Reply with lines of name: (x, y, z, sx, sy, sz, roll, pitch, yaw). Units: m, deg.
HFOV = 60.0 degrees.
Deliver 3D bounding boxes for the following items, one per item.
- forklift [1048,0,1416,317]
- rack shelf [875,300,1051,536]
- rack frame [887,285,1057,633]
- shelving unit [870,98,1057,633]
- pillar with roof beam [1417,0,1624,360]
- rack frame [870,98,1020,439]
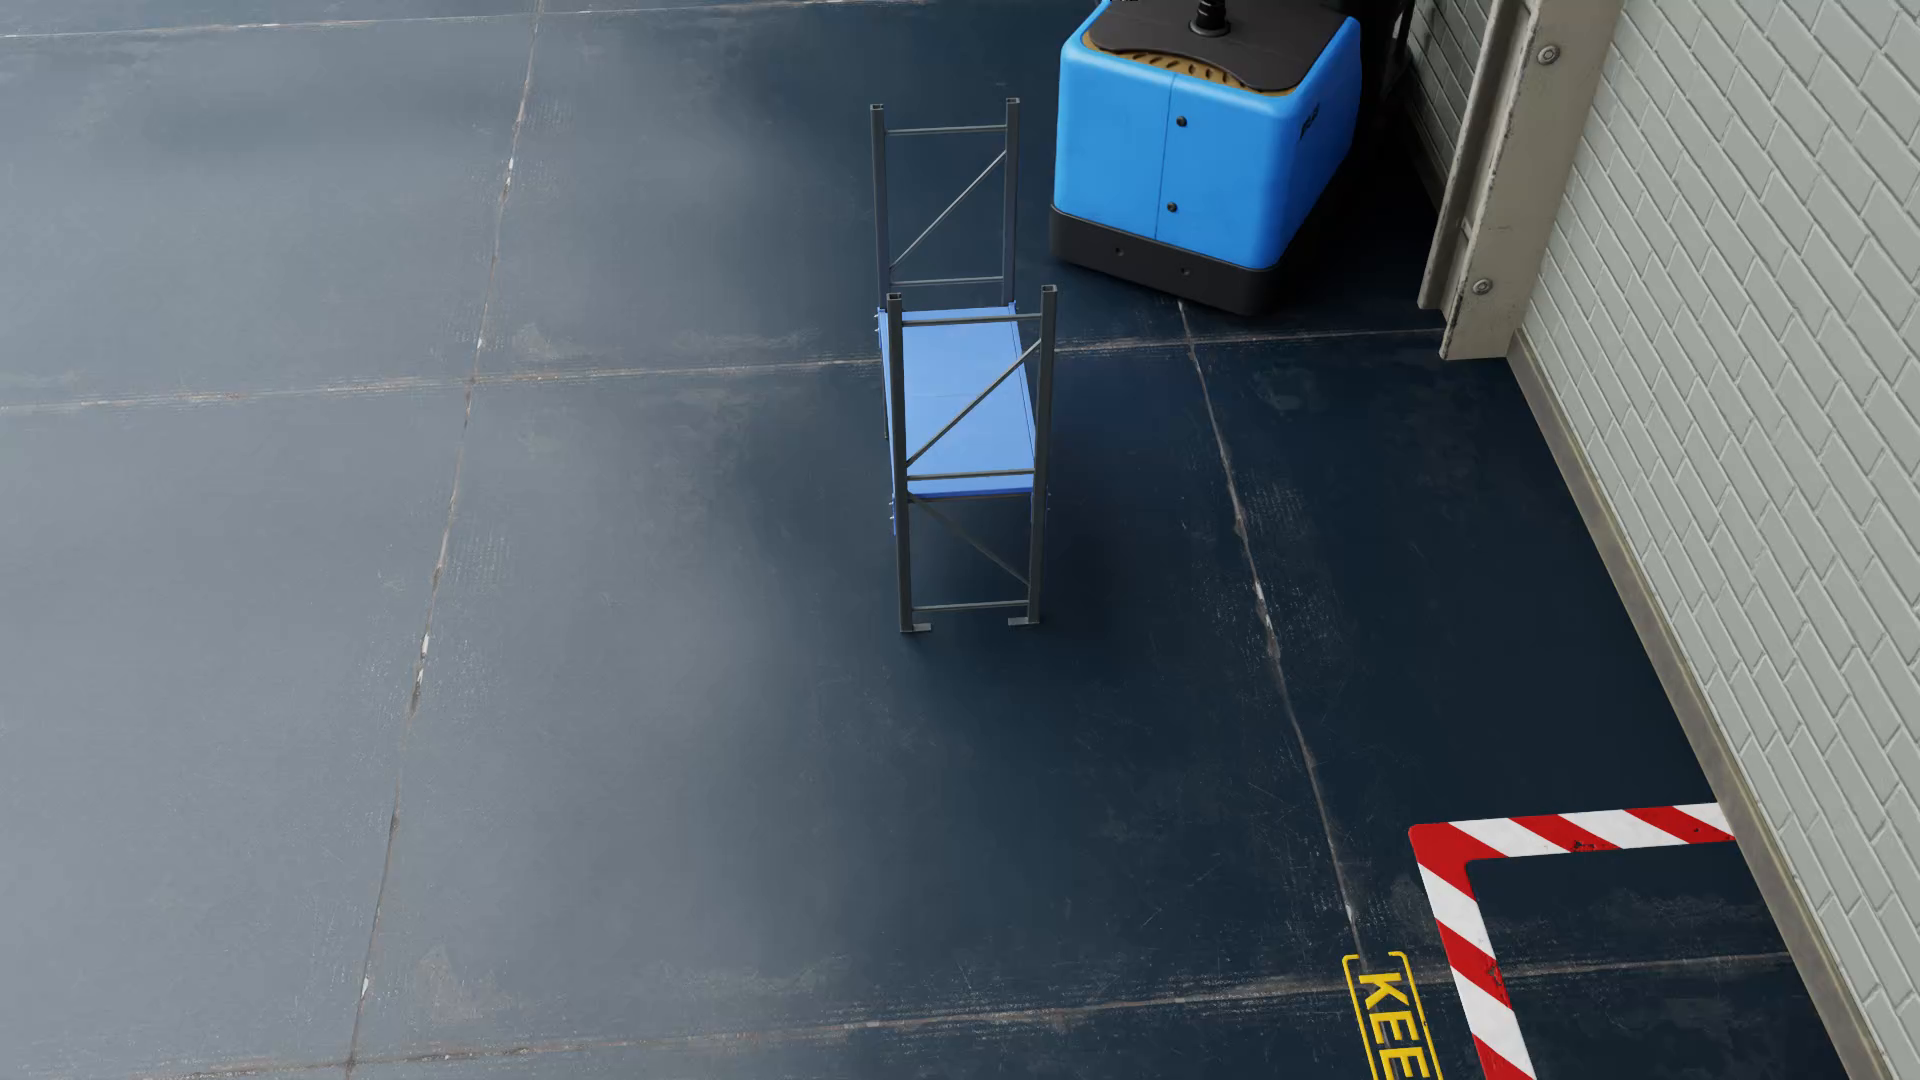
forklift: (1.520, -3.027, 7.098, 1.130, 2.935, 3.031, 21, 50, 19)
rack shelf: (-0.007, -0.454, 5.895, 0.538, 0.185, 1.000, -3, 47, -3)
rack frame: (0.035, -0.210, 5.416, 0.500, 1.500, 0.032, -3, 47, -3)
shelving unit: (-0.007, -0.577, 5.764, 0.538, 1.500, 1.048, -3, 47, -3)
pillar with roof beam: (-2.133, -3.739, 3.593, 9.100, 9.000, 0.400, -3, 47, -3)
rack frame: (-0.050, -0.945, 6.112, 0.500, 1.500, 0.032, -3, 47, -3)
